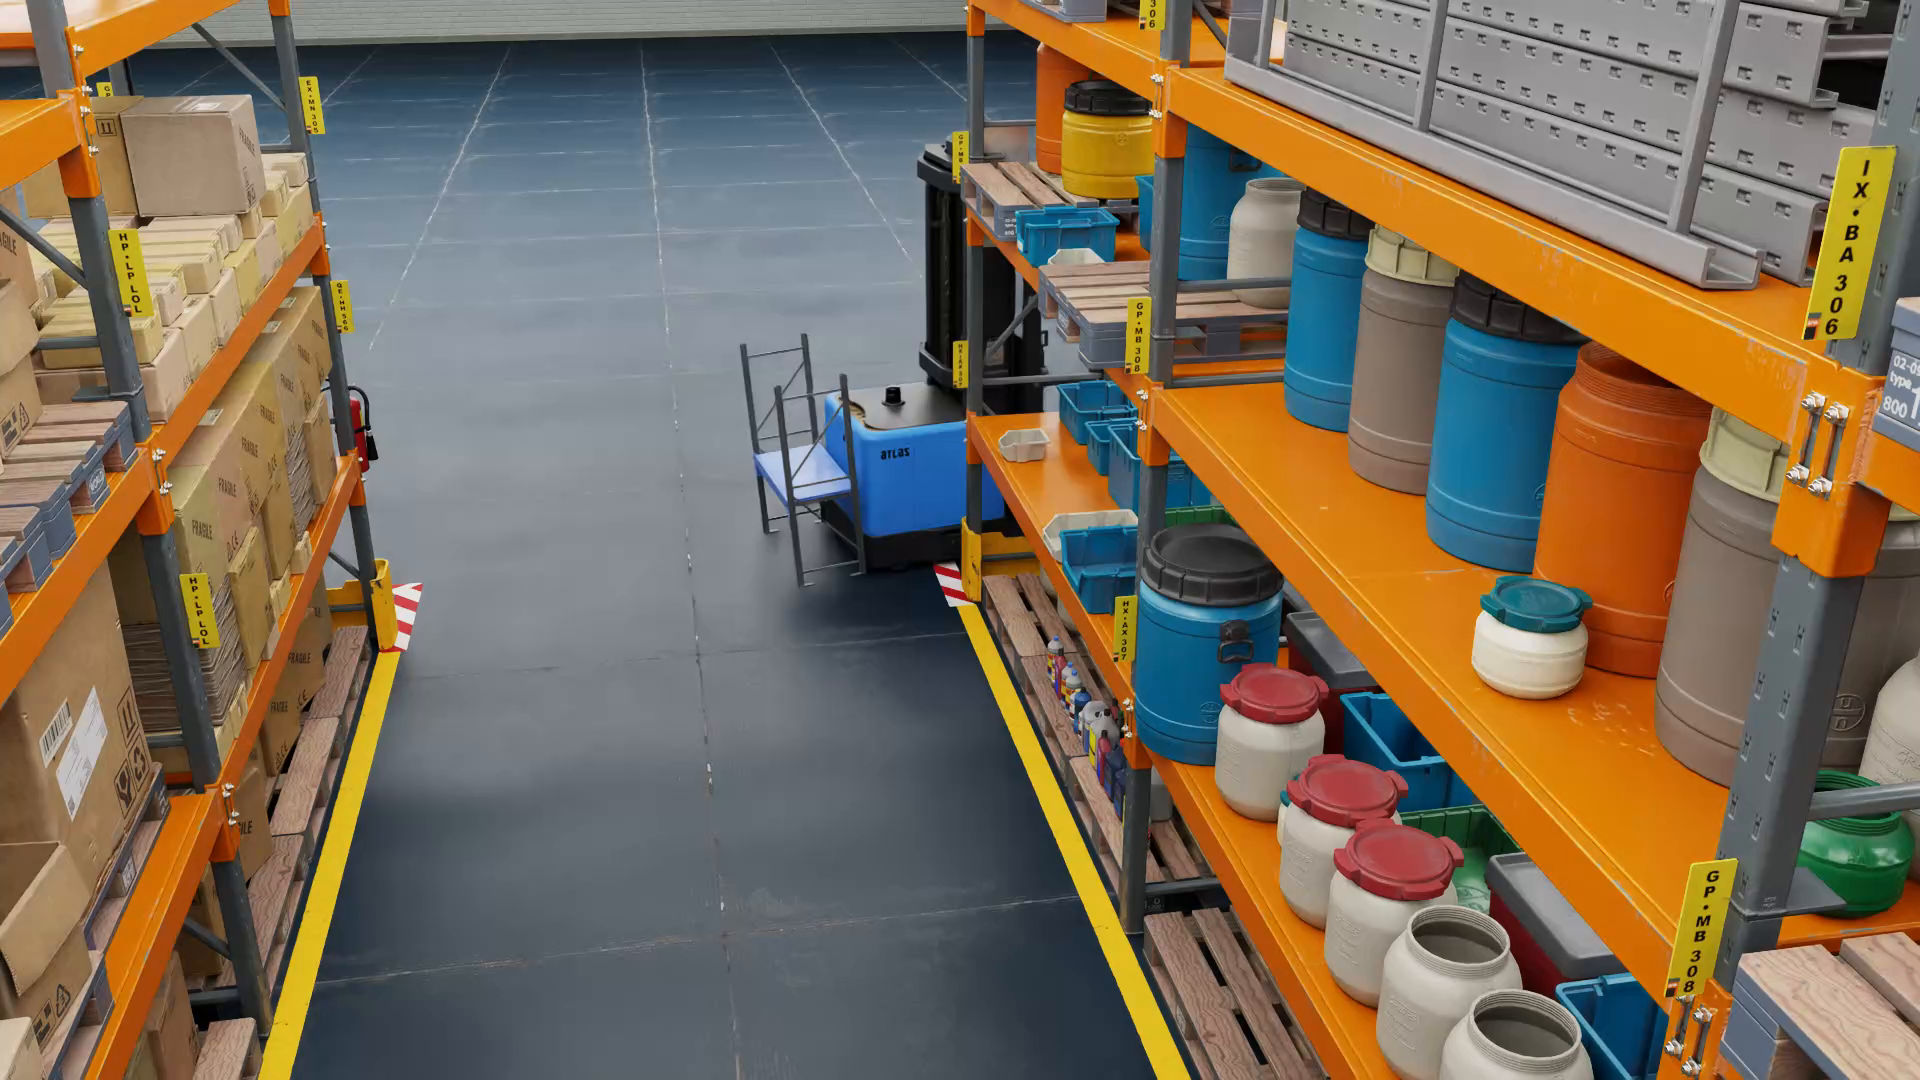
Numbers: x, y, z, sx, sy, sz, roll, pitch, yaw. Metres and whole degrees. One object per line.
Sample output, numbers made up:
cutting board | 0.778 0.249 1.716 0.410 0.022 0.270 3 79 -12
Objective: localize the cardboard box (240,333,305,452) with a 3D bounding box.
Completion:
cardboard box | -3.789 -0.764 8.749 0.500 0.500 0.500 -4 24 -10

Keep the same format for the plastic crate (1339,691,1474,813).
plastic crate | 1.795 0.910 6.682 0.392 0.384 0.575 -4 24 -10

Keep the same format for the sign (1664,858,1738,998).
sign | 1.486 0.782 3.338 0.100 0.325 0.005 -4 24 -10

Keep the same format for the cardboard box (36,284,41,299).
cardboard box | -4.017 -0.941 6.841 0.380 0.149 0.250 -6 24 -12

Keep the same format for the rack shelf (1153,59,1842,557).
rack shelf | 1.656 -0.958 4.841 1.077 0.370 4.000 -4 24 -10

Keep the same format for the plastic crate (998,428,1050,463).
plastic crate | 0.395 -0.585 10.414 0.298 0.136 0.250 -4 24 -10

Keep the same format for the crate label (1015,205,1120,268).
crate label | 0.567 -1.628 8.909 0.502 0.251 0.408 -4 24 -10

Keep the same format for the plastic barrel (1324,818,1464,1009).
plastic barrel | 1.463 1.281 5.643 0.433 0.535 0.433 0 24 0

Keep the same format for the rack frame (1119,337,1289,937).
rack frame | 1.286 0.492 7.619 1.000 3.000 0.127 -4 24 -10

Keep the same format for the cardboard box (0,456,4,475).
cardboard box | -3.310 -0.285 5.293 0.396 0.266 0.258 -3 24 -8

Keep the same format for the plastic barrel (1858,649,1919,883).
plastic barrel | 2.269 0.494 3.726 0.421 0.512 0.421 0 24 0

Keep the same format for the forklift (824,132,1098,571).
forklift | 0.555 -1.482 12.224 3.031 2.935 1.130 -9 25 -20

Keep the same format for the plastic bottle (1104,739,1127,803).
plastic bottle | 0.848 1.196 8.765 0.144 0.351 0.185 -6 24 -12

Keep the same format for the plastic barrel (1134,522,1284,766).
plastic barrel | 1.059 0.436 7.120 0.600 0.901 0.708 -4 24 -10

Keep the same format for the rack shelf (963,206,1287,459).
rack shelf | 0.916 -1.340 8.964 1.077 0.370 4.000 -4 24 -10

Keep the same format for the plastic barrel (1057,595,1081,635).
plastic barrel | 0.836 0.316 10.604 0.421 0.512 0.421 0 24 0

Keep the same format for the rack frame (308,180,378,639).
rack frame | -4.322 -0.715 10.382 1.000 3.000 0.127 -4 24 -10

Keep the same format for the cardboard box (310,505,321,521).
cardboard box | -3.892 -0.211 9.541 0.380 0.149 0.250 -4 24 -10

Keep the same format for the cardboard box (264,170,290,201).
cardboard box | -3.872 -1.907 9.053 0.380 0.149 0.250 -5 24 -12

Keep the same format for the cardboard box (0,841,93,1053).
cardboard box | -3.171 1.293 5.130 0.797 0.503 0.637 -2 24 -4

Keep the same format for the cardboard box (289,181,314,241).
cardboard box | -3.983 -1.850 9.421 0.500 0.250 0.500 -4 24 -9

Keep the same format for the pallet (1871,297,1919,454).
pallet | 2.128 -0.128 2.279 1.213 0.211 1.003 -4 24 -10

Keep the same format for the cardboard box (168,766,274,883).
cardboard box | -3.730 1.426 8.078 0.500 0.500 0.500 3 24 7

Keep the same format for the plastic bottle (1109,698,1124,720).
plastic bottle | 0.867 1.028 9.235 0.061 0.283 0.133 -4 24 -10

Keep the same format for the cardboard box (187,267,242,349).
cardboard box | -3.598 -1.048 7.583 0.500 0.250 0.500 -5 24 -12

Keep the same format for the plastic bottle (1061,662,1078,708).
plastic bottle | 0.638 0.838 9.685 0.097 0.271 0.097 0 24 0

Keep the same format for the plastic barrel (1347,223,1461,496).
plastic barrel | 1.714 -0.672 5.908 0.600 0.901 0.600 0 24 0

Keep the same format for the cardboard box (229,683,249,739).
cardboard box | -3.359 0.767 7.302 0.380 0.149 0.250 -4 24 -10

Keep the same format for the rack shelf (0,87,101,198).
rack shelf | -3.212 -0.591 4.002 1.077 0.370 4.000 -4 24 -10

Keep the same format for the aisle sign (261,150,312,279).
aisle sign | -4.038 -1.953 9.969 0.394 0.787 0.004 -4 24 -10

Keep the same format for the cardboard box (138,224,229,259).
cardboard box | -3.698 -1.390 7.869 0.380 0.149 0.250 -4 24 -8

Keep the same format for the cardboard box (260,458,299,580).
cardboard box | -3.905 -0.094 8.463 0.875 0.500 0.500 -4 24 -10

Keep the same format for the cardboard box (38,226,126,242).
cardboard box | -4.138 -1.367 7.817 0.380 0.149 0.250 -5 24 -12

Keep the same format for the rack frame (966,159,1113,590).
rack frame | 0.546 -1.082 11.222 1.000 3.000 0.127 -4 24 -10

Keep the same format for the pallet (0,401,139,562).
pallet | -3.572 -0.180 5.643 1.213 0.211 1.003 -4 24 -10

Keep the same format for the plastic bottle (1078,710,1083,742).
plastic bottle | 0.713 1.029 9.335 0.097 0.201 0.097 0 24 0

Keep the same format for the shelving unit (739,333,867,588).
shelving unit | -1.128 -0.587 11.920 0.538 1.500 1.048 -12 26 -16

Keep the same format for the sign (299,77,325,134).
sign | -3.772 -2.529 9.681 0.100 0.325 0.005 -4 24 -10

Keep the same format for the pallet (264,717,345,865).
pallet | -3.970 1.394 9.038 1.003 0.211 1.213 -4 24 -10

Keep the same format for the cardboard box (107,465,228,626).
cardboard box | -3.415 0.022 6.949 0.500 0.500 0.500 -4 24 -10

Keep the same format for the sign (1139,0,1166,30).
sign | 0.743 -2.126 6.377 0.100 0.325 0.005 -4 24 -10

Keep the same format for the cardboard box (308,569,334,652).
cardboard box | -4.223 0.485 10.233 0.500 0.500 0.500 0 24 0

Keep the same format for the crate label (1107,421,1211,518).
crate label | 1.152 -0.394 9.603 0.502 0.435 0.616 -4 24 -10

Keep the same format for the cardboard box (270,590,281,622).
cardboard box | -3.581 0.377 8.196 0.380 0.149 0.250 -4 24 -10

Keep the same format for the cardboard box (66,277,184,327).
cardboard box | -3.485 -0.989 6.952 0.380 0.149 0.250 -4 24 -9

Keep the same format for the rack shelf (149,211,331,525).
rack shelf | -3.952 -0.973 8.125 1.077 0.370 4.000 -4 24 -10

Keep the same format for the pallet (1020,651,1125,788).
pallet | 0.973 1.021 9.890 1.003 0.211 1.213 -4 24 -10

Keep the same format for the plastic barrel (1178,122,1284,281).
plastic barrel | 1.207 -1.705 7.749 0.600 0.901 0.708 -4 24 -10

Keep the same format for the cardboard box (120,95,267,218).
cardboard box | -3.786 -1.910 8.249 0.500 0.500 0.500 -4 24 -10
